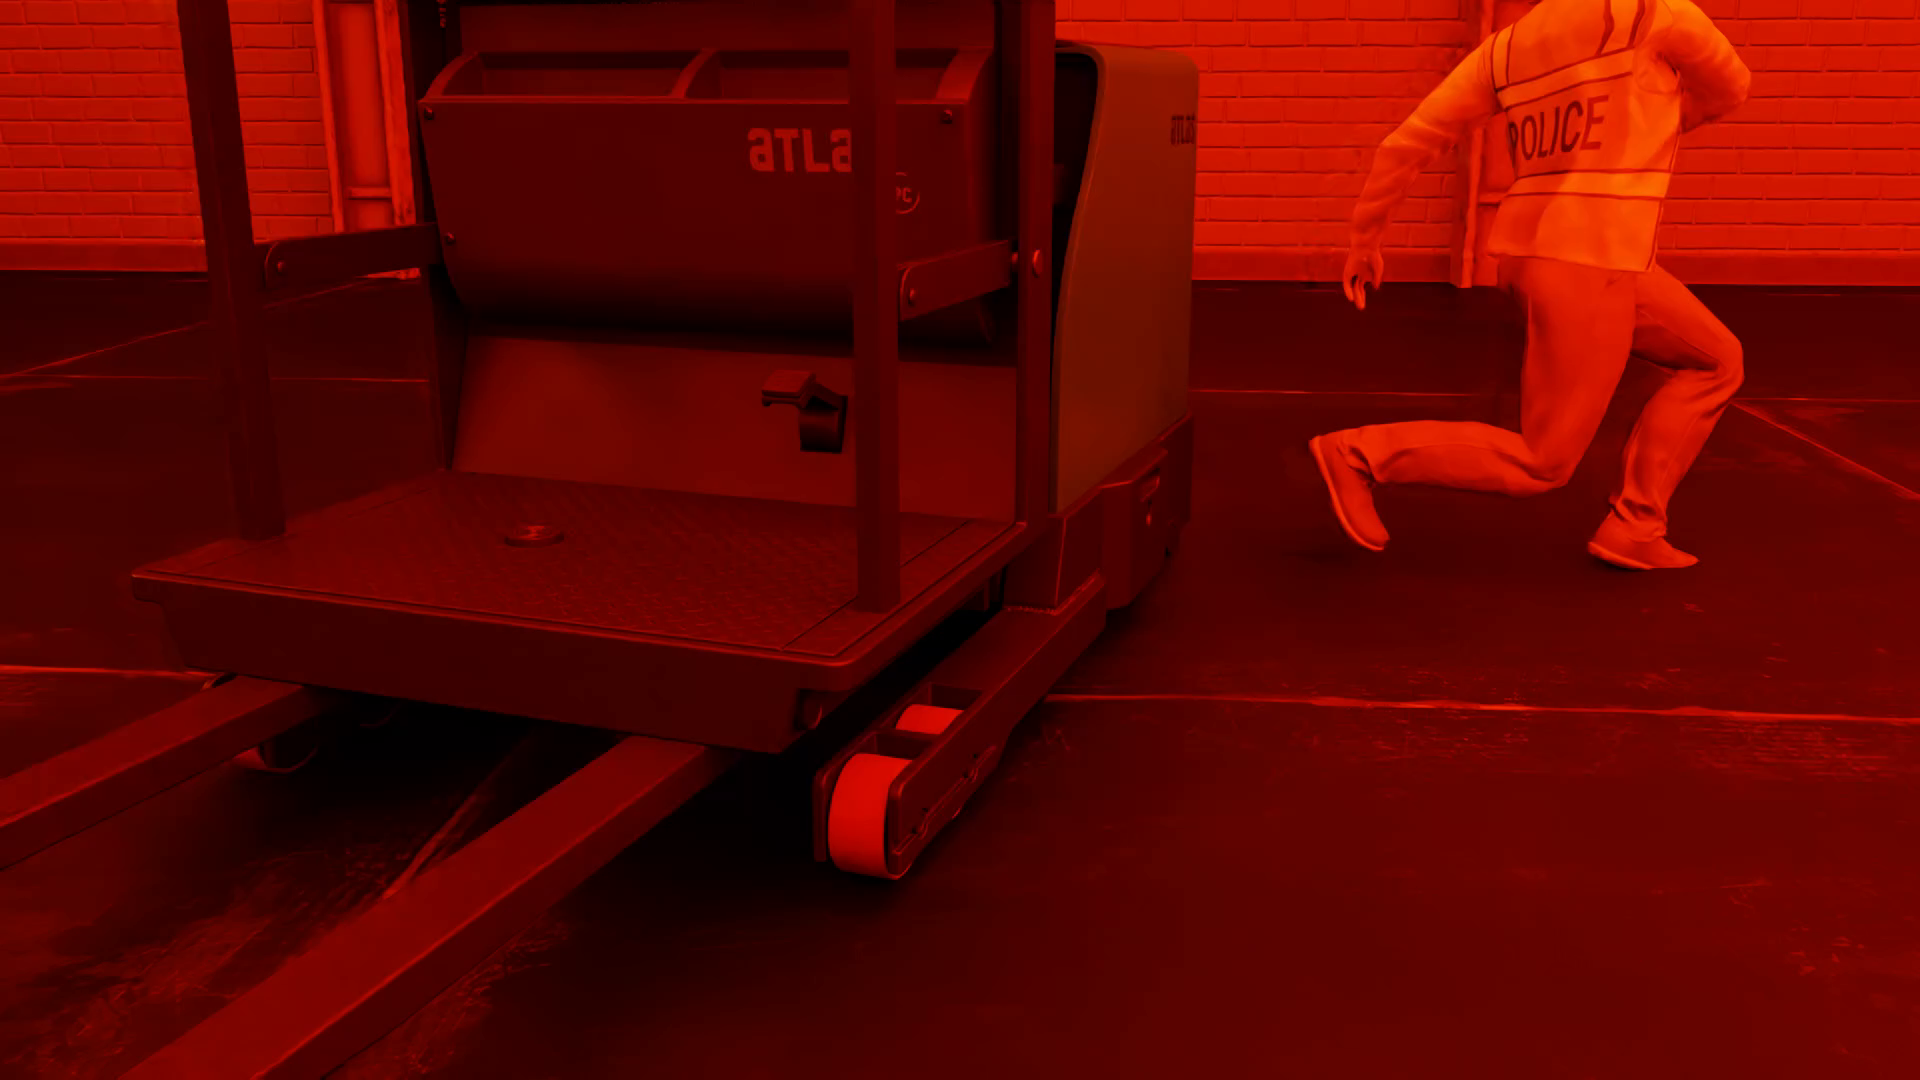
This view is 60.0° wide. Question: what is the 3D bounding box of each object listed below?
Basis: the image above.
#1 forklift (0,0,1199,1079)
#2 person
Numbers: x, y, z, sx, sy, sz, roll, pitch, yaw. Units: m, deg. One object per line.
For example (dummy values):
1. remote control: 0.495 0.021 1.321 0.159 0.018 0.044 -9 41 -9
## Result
1. forklift: -0.474 -1.091 2.238 1.130 2.935 3.031 6 16 20
2. person: 1.206 -0.626 3.529 0.892 1.441 0.608 -1 15 -5
